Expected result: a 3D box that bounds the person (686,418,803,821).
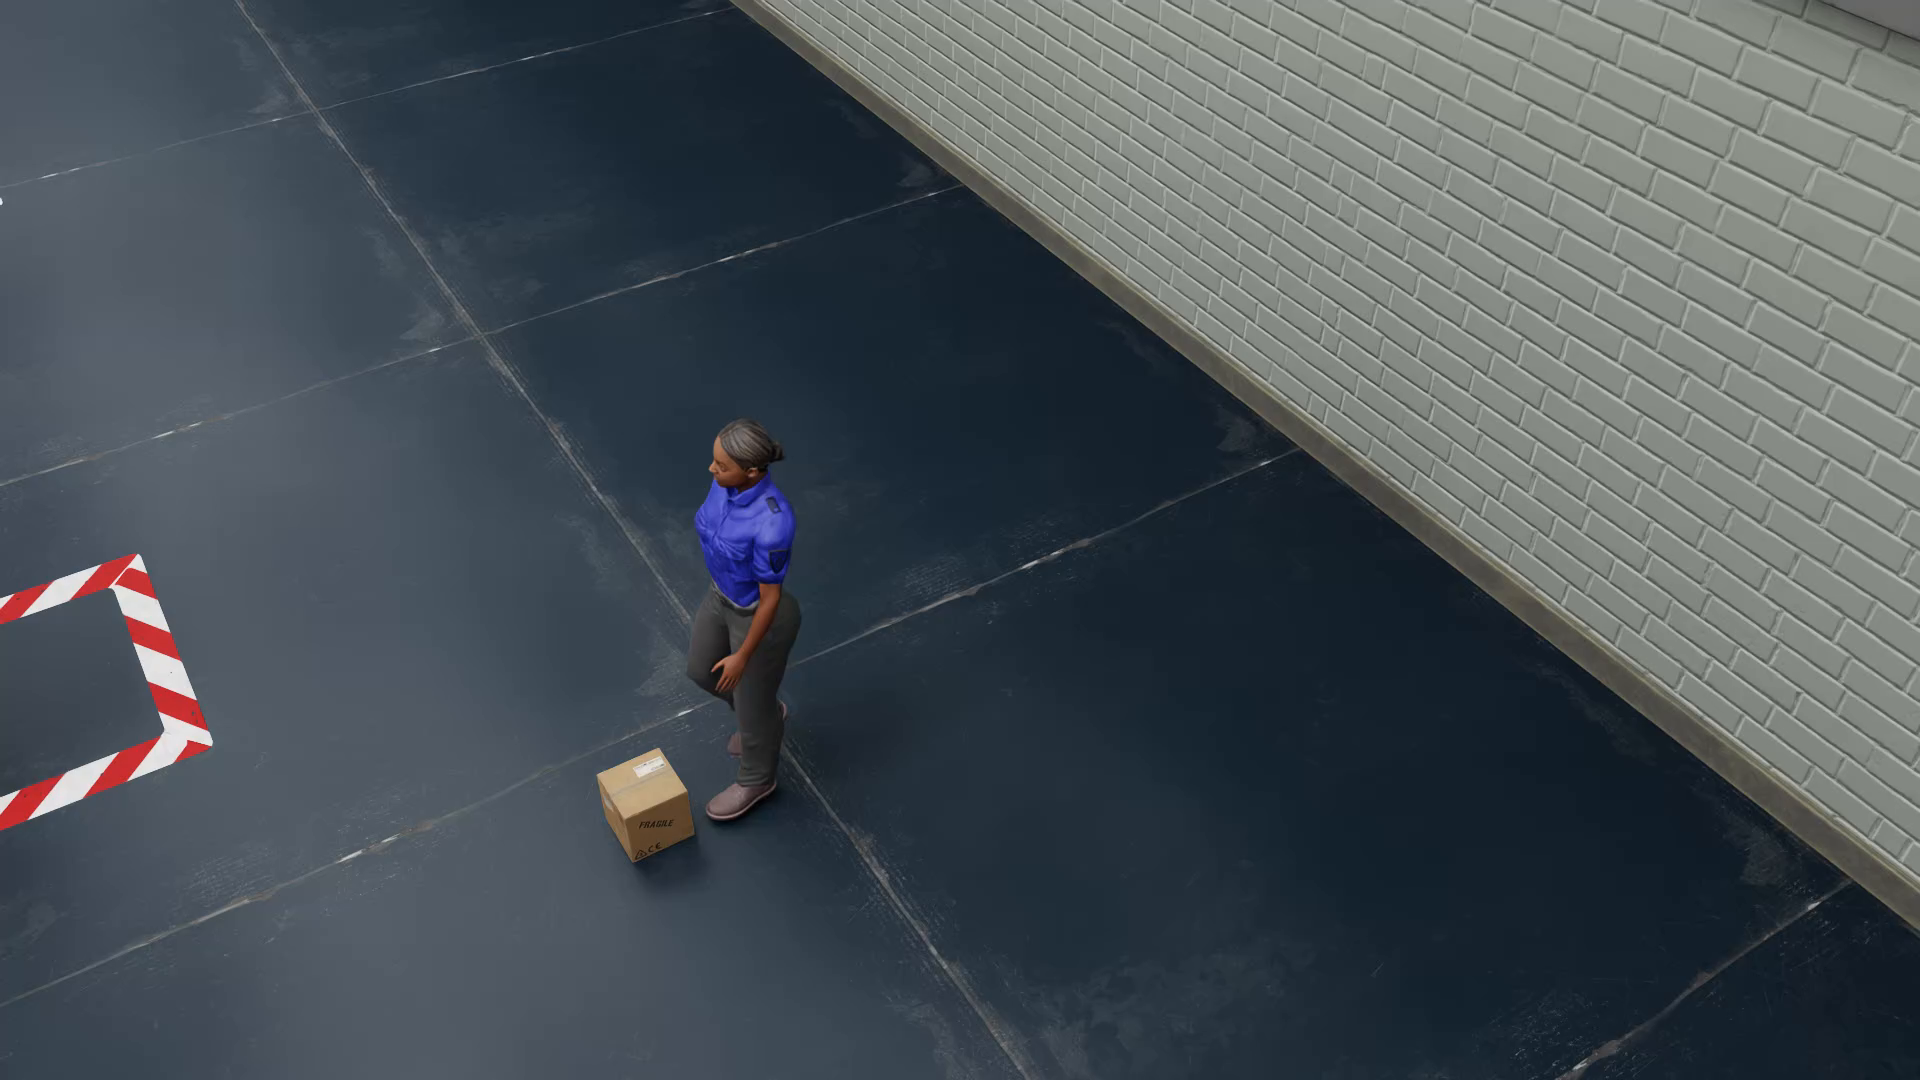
[{"bbox_3d":[-0.789,0.297,5.817,0.476,1.688,0.470,-24,46,-25],"label":"person"}]
